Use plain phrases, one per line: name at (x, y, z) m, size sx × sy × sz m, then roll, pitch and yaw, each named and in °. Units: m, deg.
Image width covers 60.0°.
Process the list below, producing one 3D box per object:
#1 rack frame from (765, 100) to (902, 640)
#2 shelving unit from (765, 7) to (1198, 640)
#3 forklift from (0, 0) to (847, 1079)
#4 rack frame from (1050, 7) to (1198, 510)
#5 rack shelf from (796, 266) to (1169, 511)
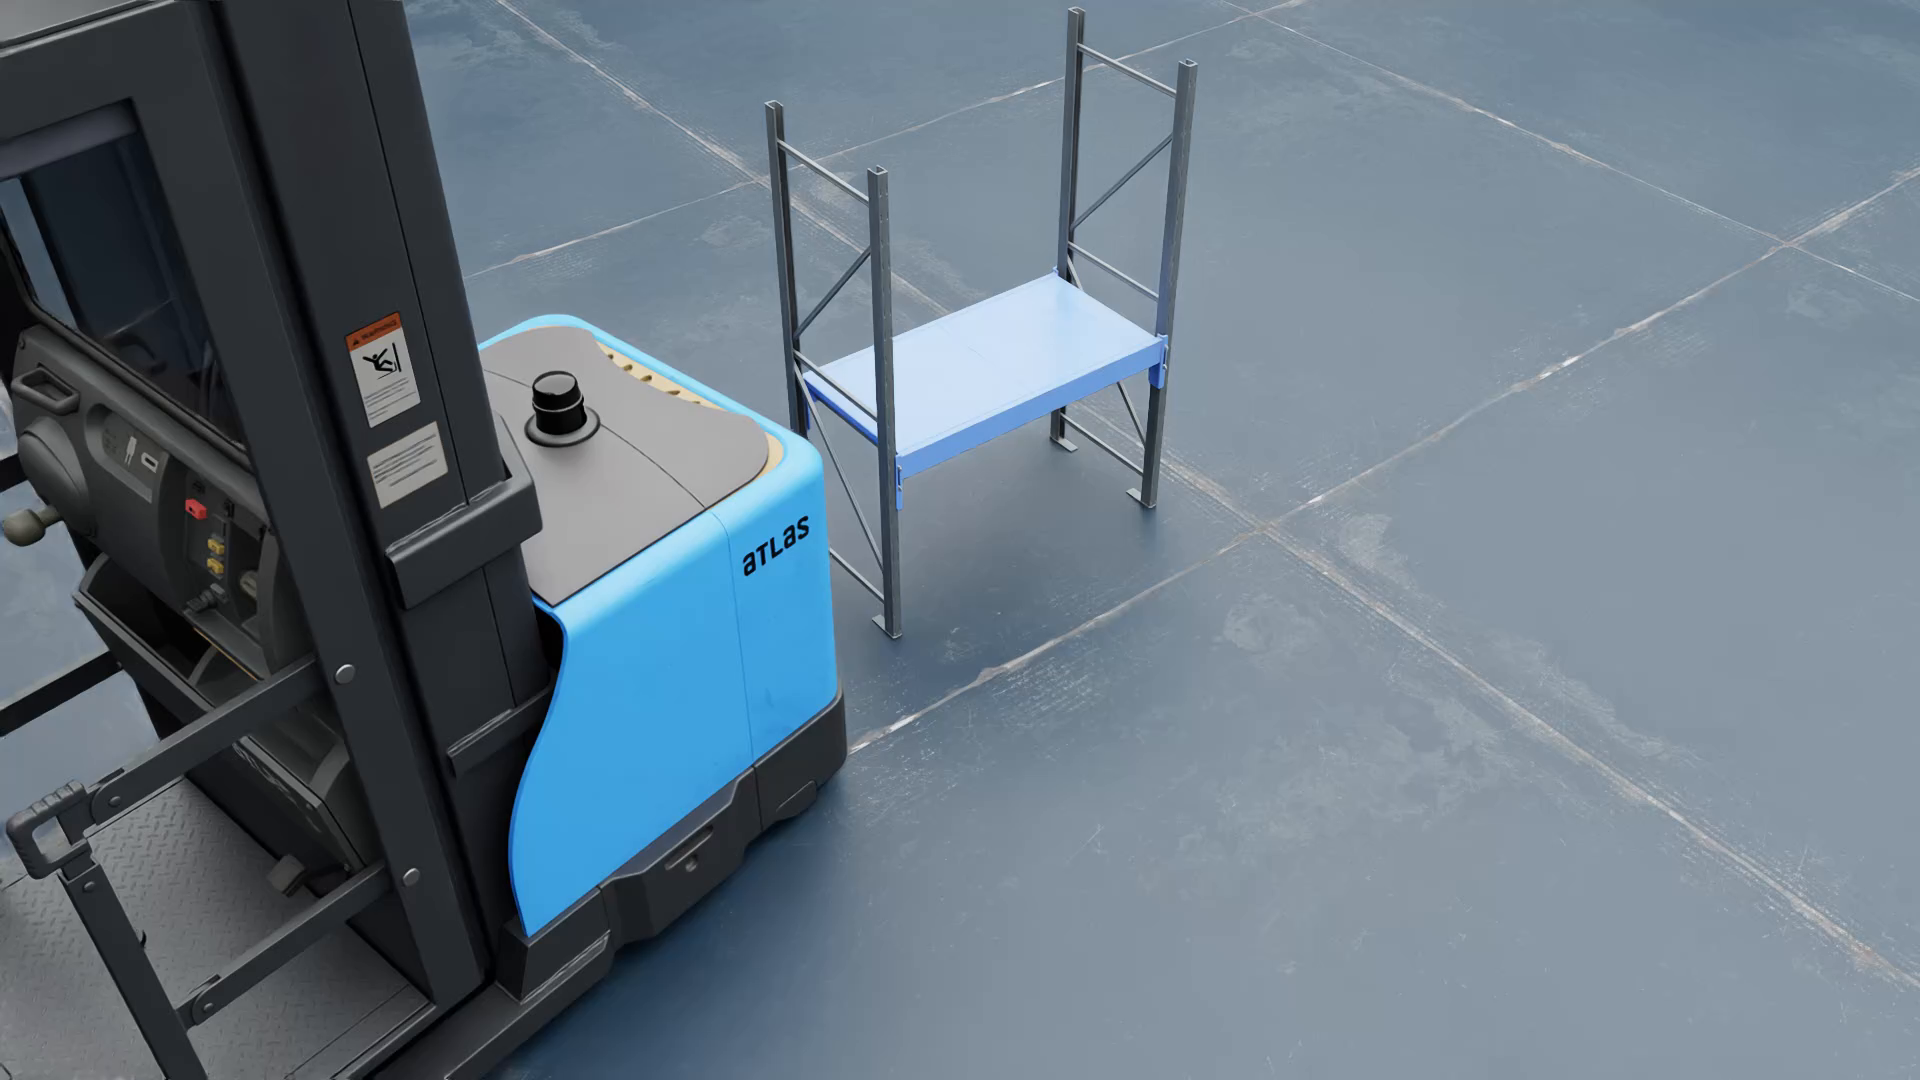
rack frame at (-0.335, -0.416, 4.575) m, size 0.032 × 1.500 × 0.500 m, roll -26°, pitch 46°, yaw -28°
shelving unit at (0.068, -0.613, 4.815) m, size 1.048 × 1.500 × 0.538 m, roll -26°, pitch 46°, yaw -28°
forklift at (-1.640, -0.002, 2.942) m, size 1.130 × 2.935 × 3.031 m, roll 28°, pitch 47°, yaw 30°
rack frame at (0.471, -0.809, 5.054) m, size 0.032 × 1.500 × 0.500 m, roll -26°, pitch 46°, yaw -28°
rack shelf at (0.068, -0.474, 4.929) m, size 1.000 × 0.185 × 0.538 m, roll -26°, pitch 46°, yaw -28°
